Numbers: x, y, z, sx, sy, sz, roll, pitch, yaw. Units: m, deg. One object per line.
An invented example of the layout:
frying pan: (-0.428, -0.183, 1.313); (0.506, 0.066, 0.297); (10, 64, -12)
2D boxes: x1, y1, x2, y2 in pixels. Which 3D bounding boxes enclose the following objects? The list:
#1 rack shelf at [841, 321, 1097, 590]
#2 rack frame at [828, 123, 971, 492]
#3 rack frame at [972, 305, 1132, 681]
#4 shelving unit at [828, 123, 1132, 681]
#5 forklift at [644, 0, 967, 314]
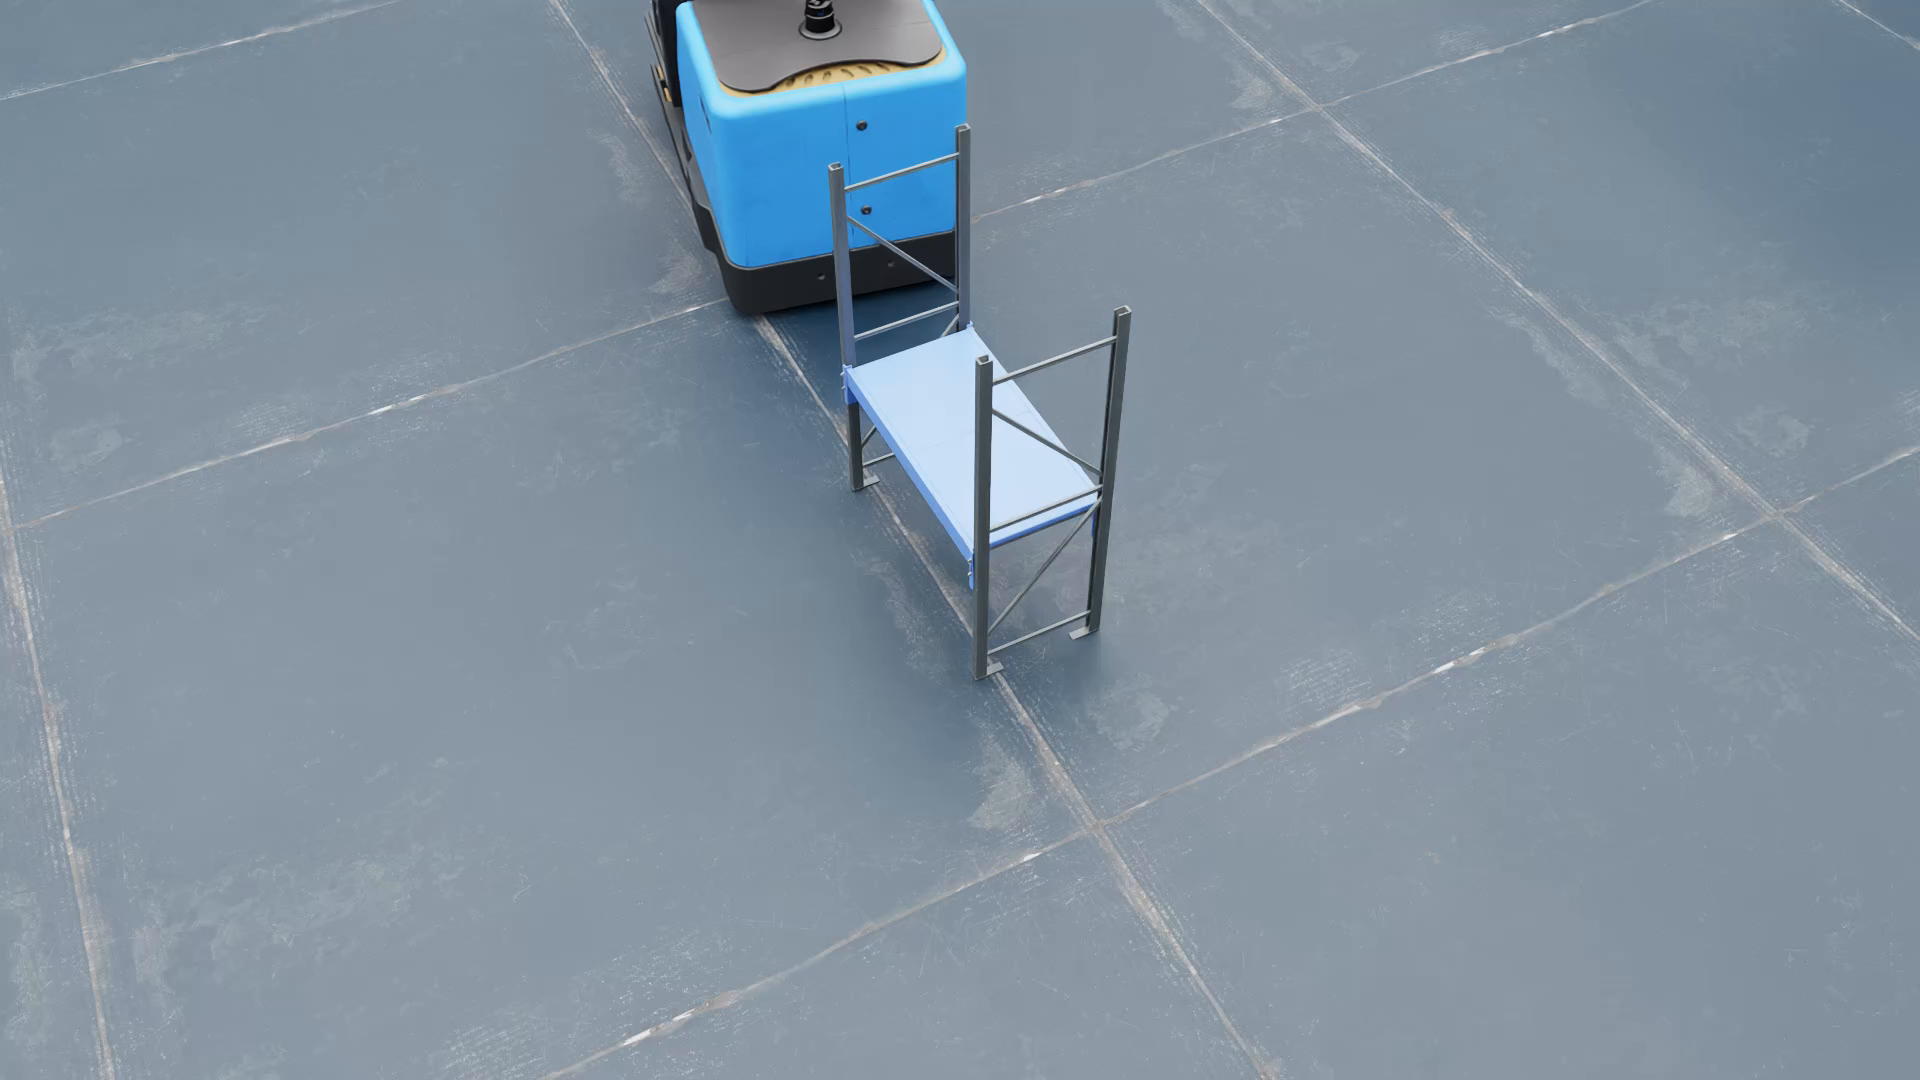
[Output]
rack shelf: (0.039, -0.318, 5.771); (0.538, 0.185, 1.000); (-21, 52, -18)
rack frame: (-0.194, -0.777, 5.933); (0.500, 1.500, 0.032); (-21, 52, -18)
rack frame: (0.272, -0.096, 5.338); (0.500, 1.500, 0.032); (-21, 52, -18)
shelving unit: (0.039, -0.437, 5.636); (0.538, 1.500, 1.048); (-21, 52, -18)
forklift: (-0.869, -3.052, 6.972); (1.130, 2.935, 3.031); (-13, 50, -11)
